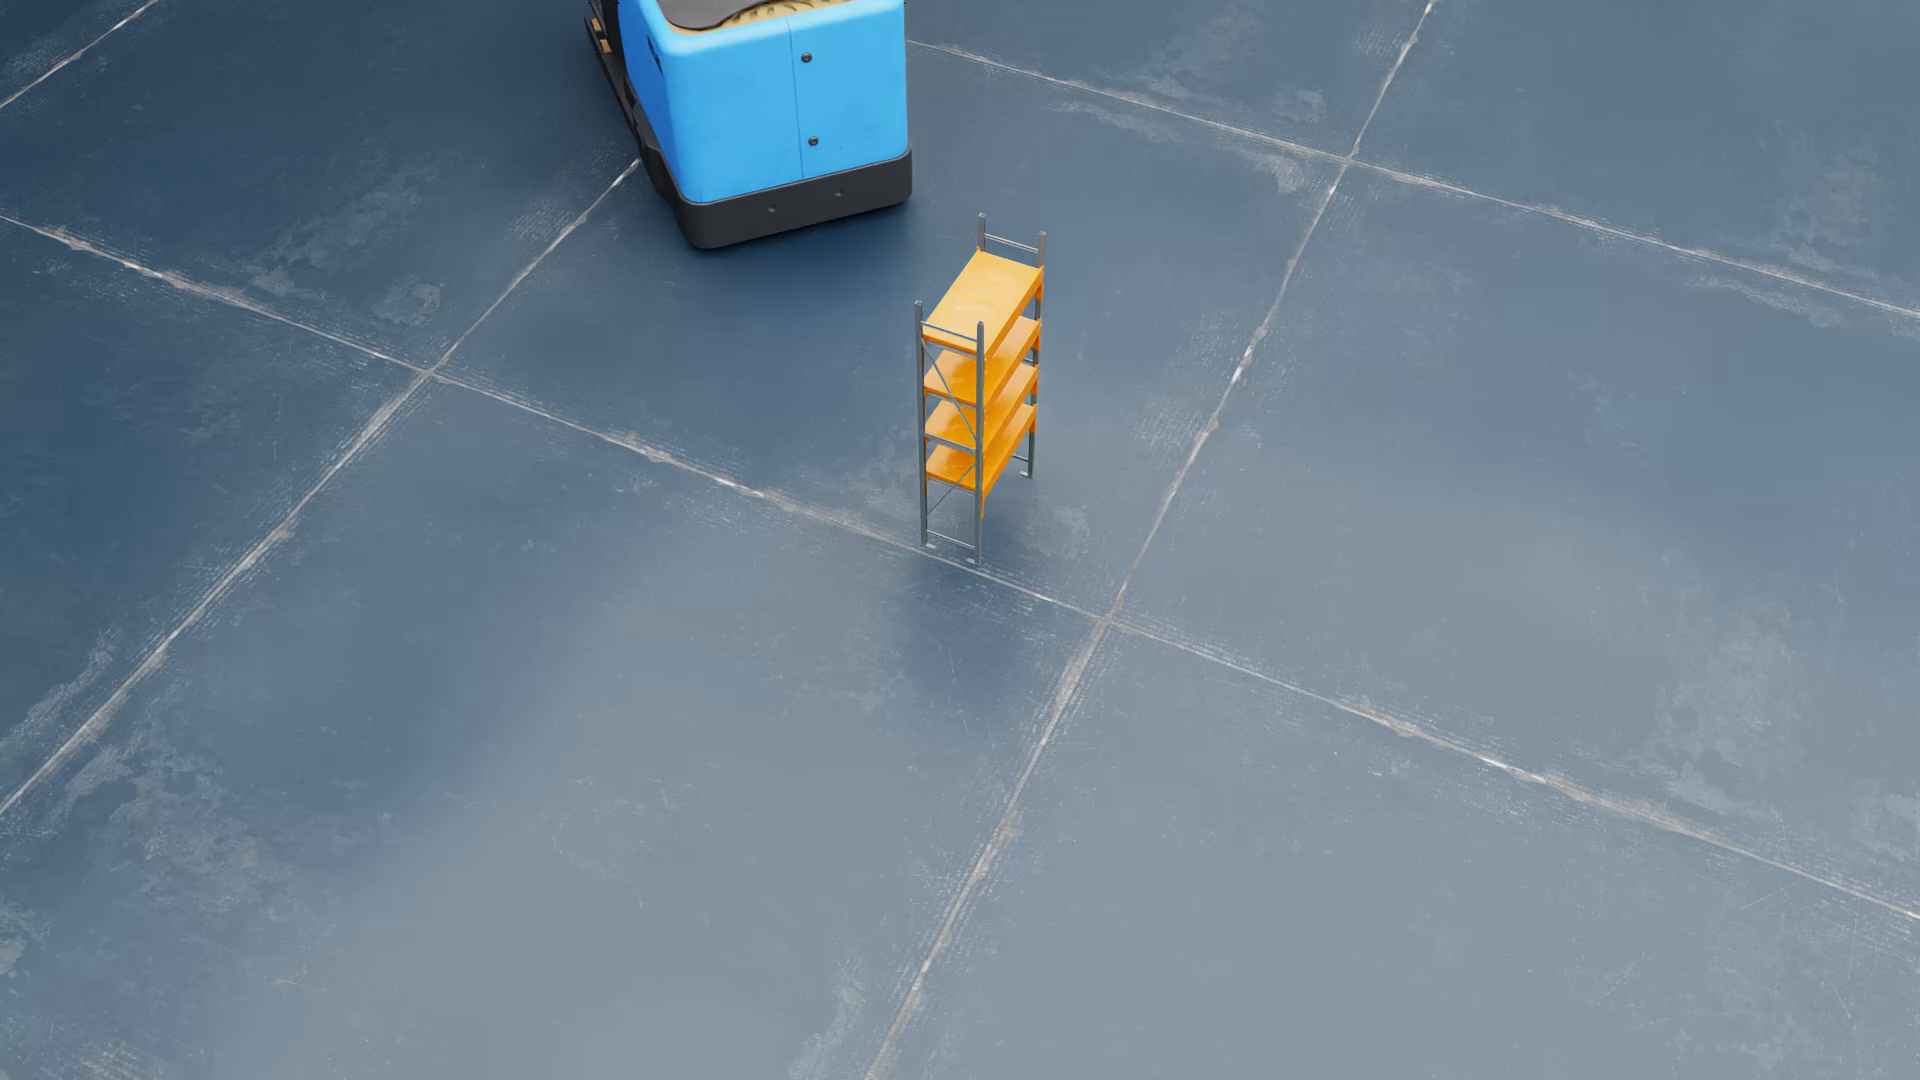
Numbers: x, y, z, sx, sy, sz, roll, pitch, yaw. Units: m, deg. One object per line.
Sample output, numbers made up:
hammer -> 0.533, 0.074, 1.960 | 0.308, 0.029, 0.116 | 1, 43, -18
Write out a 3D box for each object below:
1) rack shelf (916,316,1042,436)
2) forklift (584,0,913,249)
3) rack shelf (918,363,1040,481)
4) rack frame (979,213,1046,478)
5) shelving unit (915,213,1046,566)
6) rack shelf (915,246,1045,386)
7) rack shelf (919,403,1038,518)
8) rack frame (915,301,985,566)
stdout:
rack shelf -> 0.071, -0.604, 5.771 | 0.258, 0.148, 0.480 | 20, 52, 16
forklift -> -1.223, -3.364, 7.188 | 1.130, 2.935, 3.031 | -17, 52, -14
rack shelf -> 0.071, -0.459, 5.941 | 0.258, 0.148, 0.480 | 20, 52, 16
rack frame -> 0.175, -0.671, 6.033 | 0.240, 1.200, 0.015 | 20, 52, 16
shelving unit -> 0.071, -0.503, 5.890 | 0.258, 1.200, 0.503 | 20, 52, 16
rack shelf -> 0.071, -0.757, 5.591 | 0.258, 0.148, 0.480 | 20, 52, 16
rack shelf -> 0.071, -0.331, 6.092 | 0.258, 0.148, 0.480 | 20, 52, 16
rack frame -> -0.034, -0.335, 5.747 | 0.240, 1.200, 0.015 | 20, 52, 16
